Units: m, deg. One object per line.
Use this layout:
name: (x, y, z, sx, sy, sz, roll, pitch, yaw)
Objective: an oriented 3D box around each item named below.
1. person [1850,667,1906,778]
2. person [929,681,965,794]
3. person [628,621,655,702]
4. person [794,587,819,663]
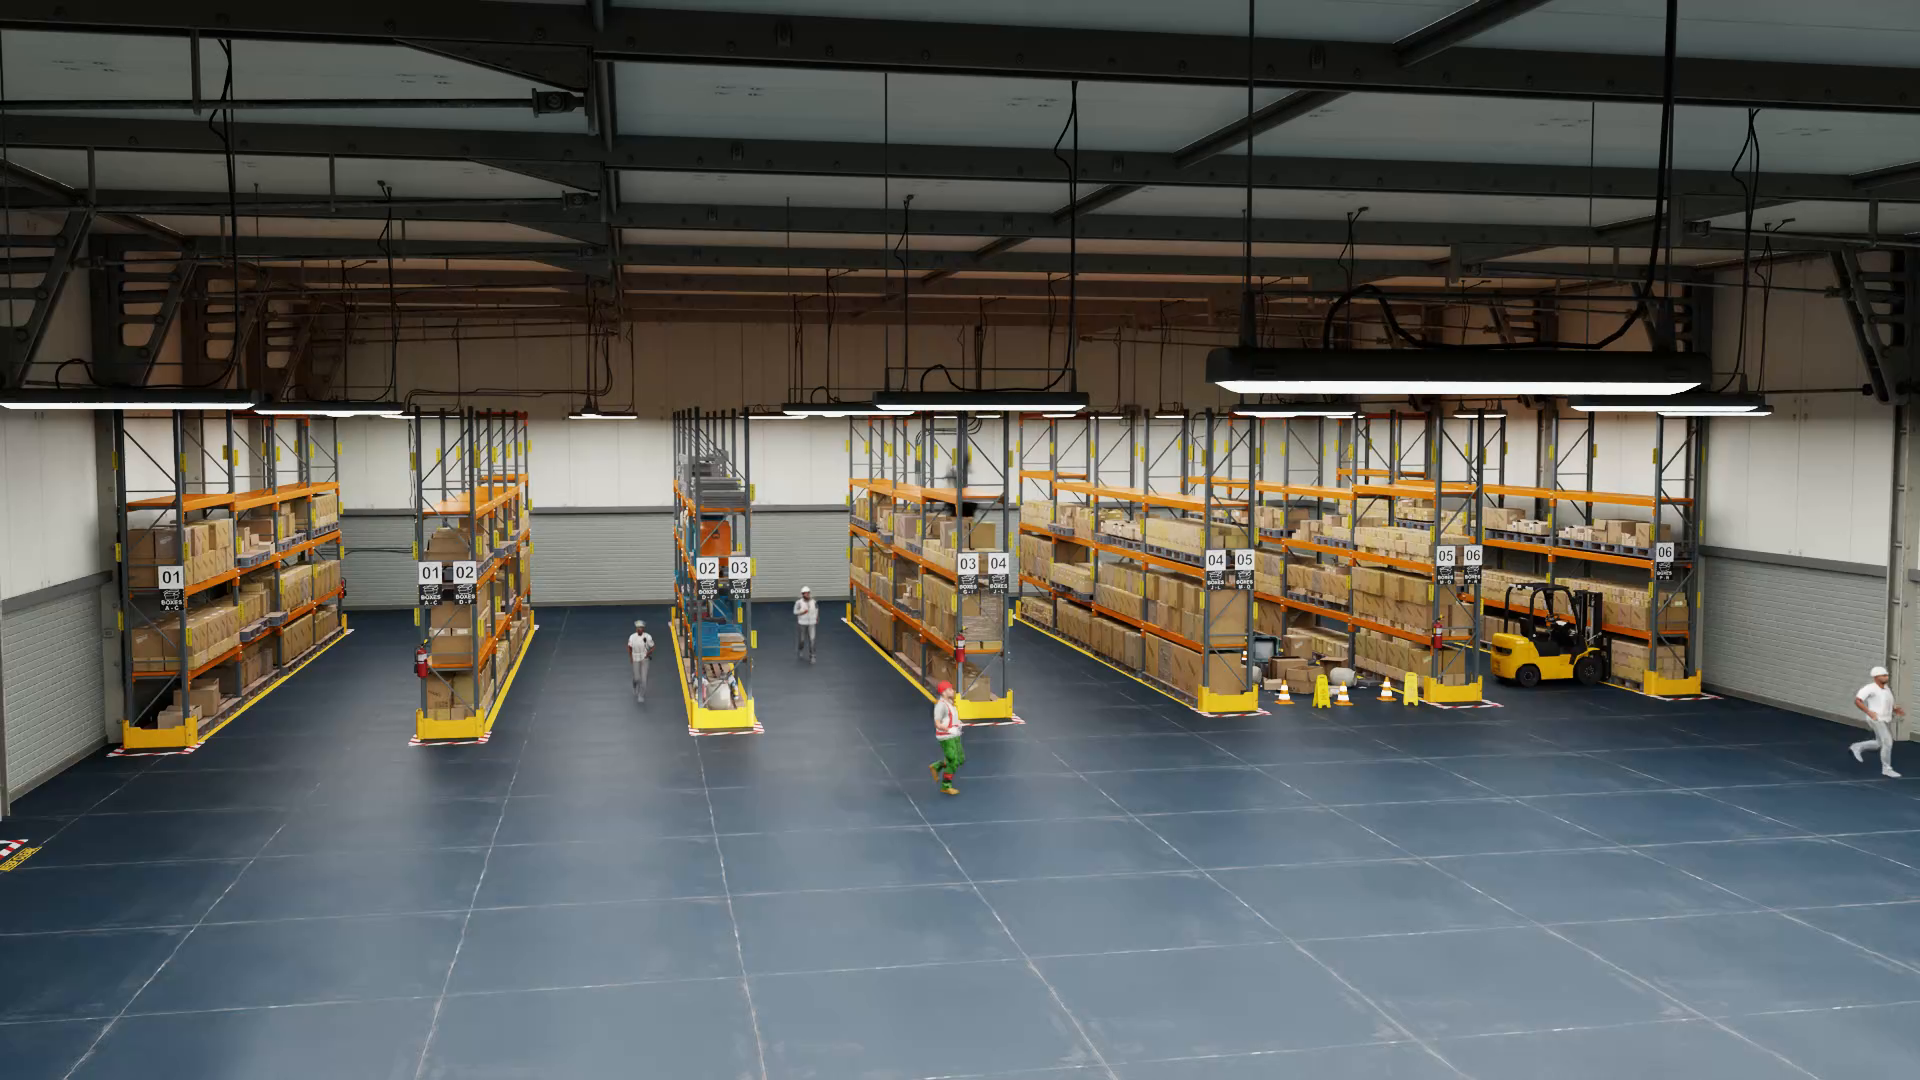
person: (14.908, 2.936, 27.053, 0.700, 1.760, 0.867, -3, 5, -35)
person: (-0.216, 3.038, 25.606, 0.601, 1.742, 0.657, 1, 4, 16)
person: (-6.528, 2.476, 34.050, 0.566, 1.670, 0.571, -1, 4, -8)
person: (-3.646, 1.998, 39.582, 0.644, 1.772, 0.952, -1, 4, -17)
